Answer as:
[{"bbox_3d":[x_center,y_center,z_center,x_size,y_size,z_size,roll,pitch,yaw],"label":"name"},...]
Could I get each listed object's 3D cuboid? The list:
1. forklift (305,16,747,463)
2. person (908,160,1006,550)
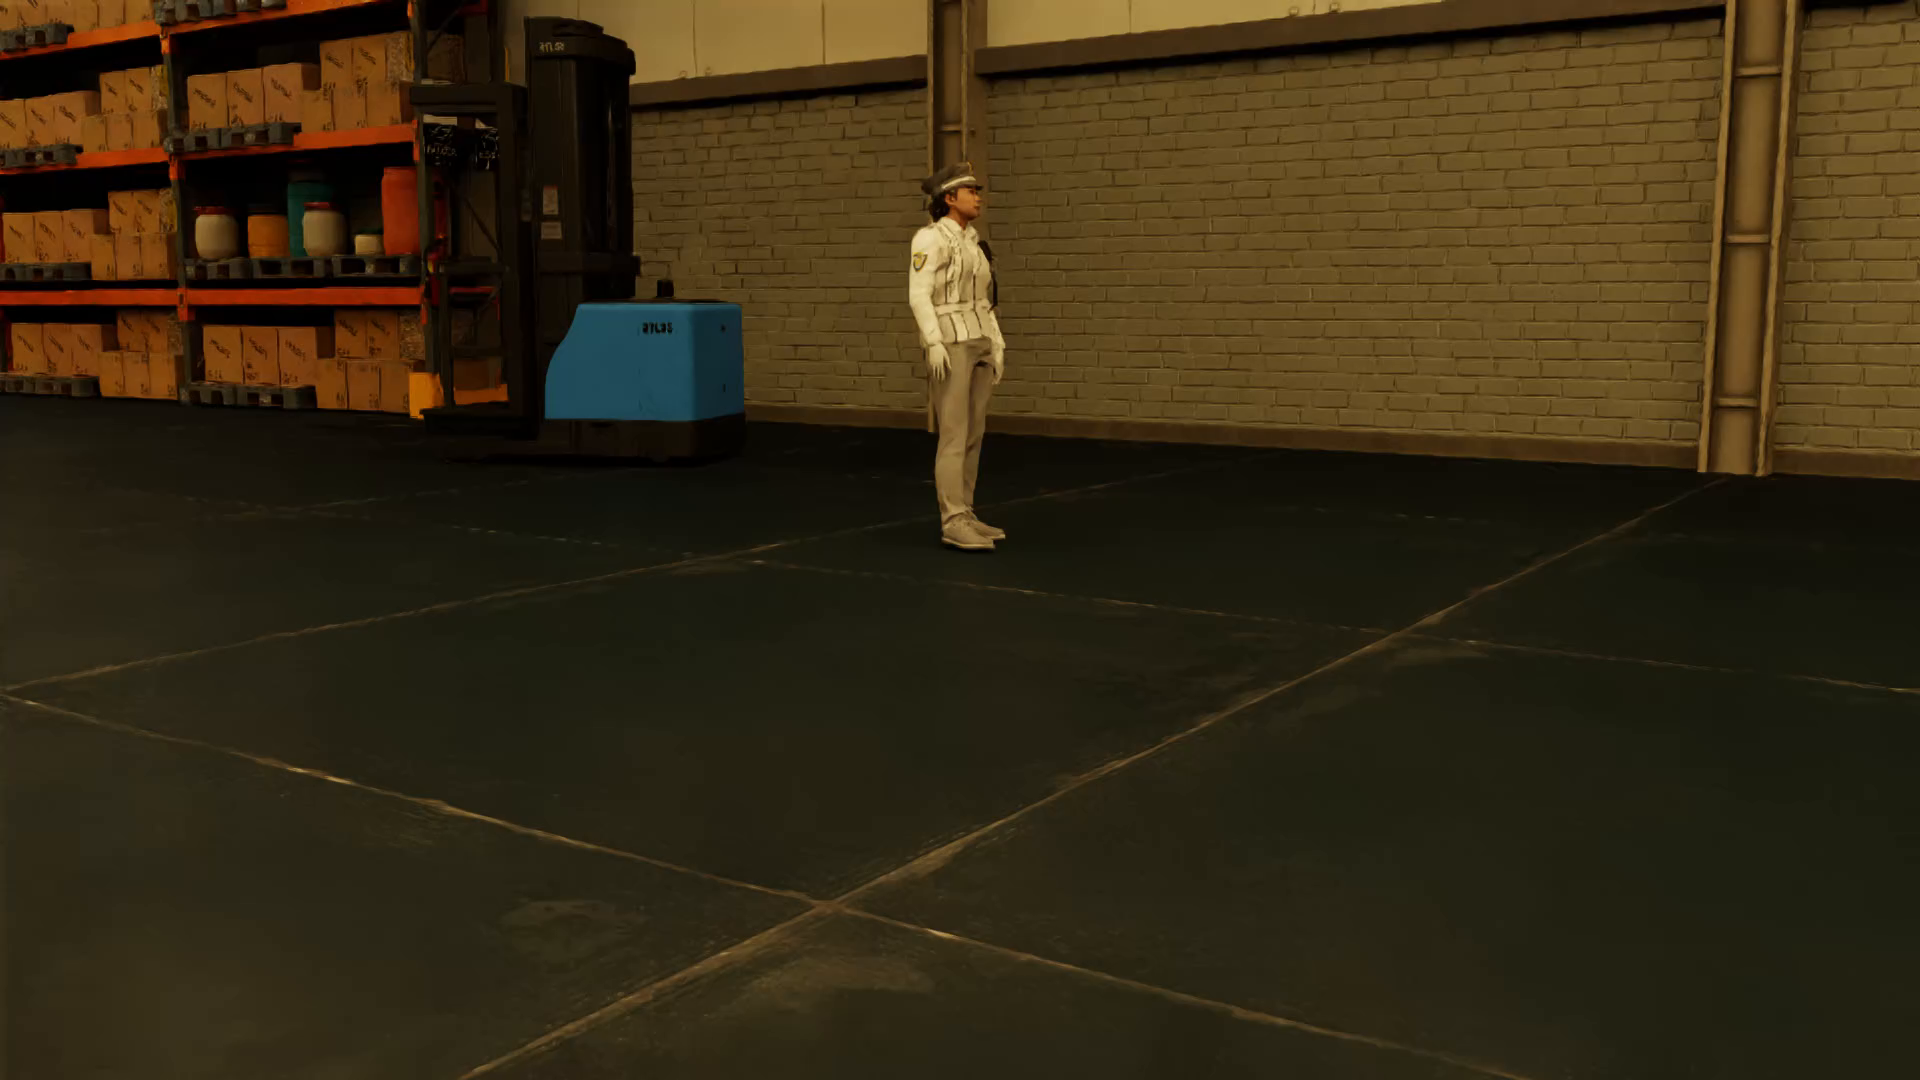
[{"bbox_3d":[-3.091,-2.043,11.557,3.031,2.935,1.130,2,8,14],"label":"forklift"},{"bbox_3d":[0.052,-0.840,7.440,0.533,1.695,0.586,5,10,34],"label":"person"}]
